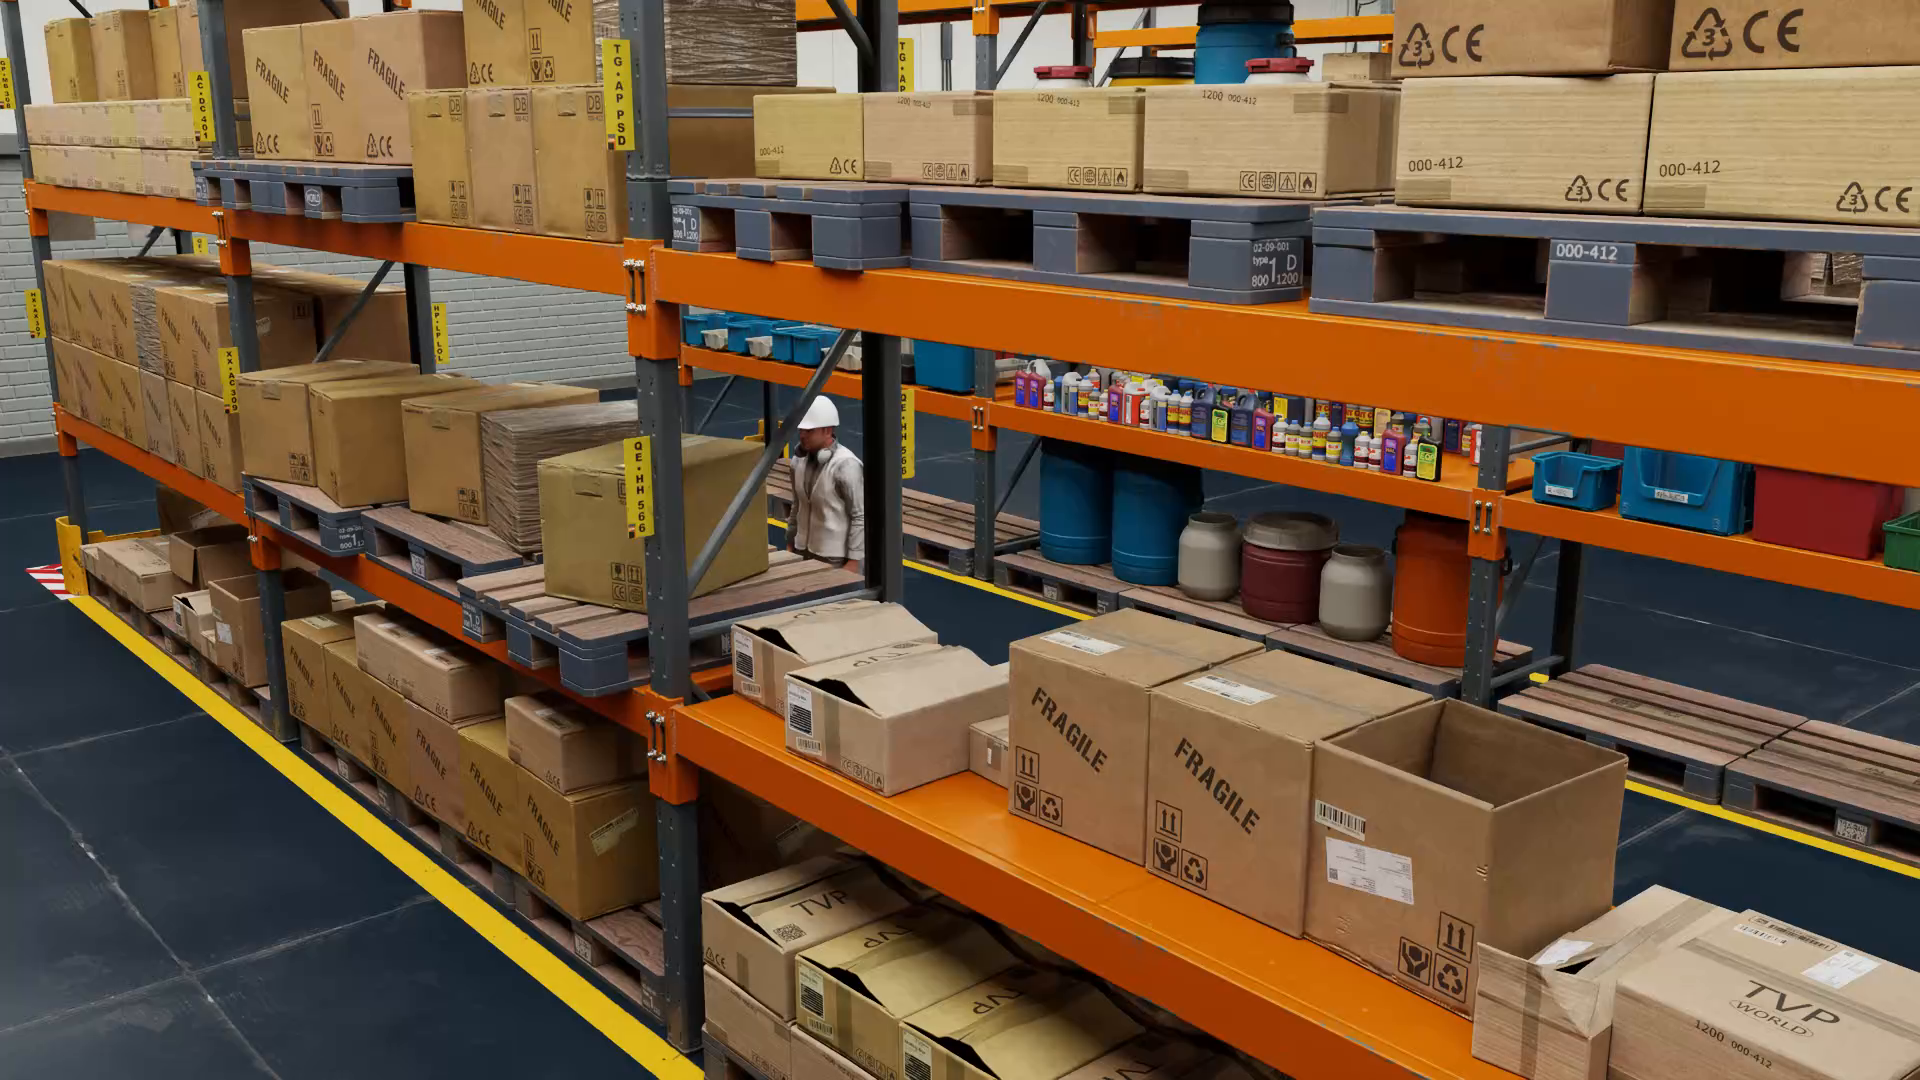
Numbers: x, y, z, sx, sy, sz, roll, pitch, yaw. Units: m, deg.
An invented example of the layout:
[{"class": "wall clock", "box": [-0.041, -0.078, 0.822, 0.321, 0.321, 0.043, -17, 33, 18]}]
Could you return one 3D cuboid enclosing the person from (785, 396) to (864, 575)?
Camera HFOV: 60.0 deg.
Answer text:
[{"class": "person", "box": [-0.739, 0.081, 9.121, 0.457, 1.770, 0.593, -13, 19, -42]}]
